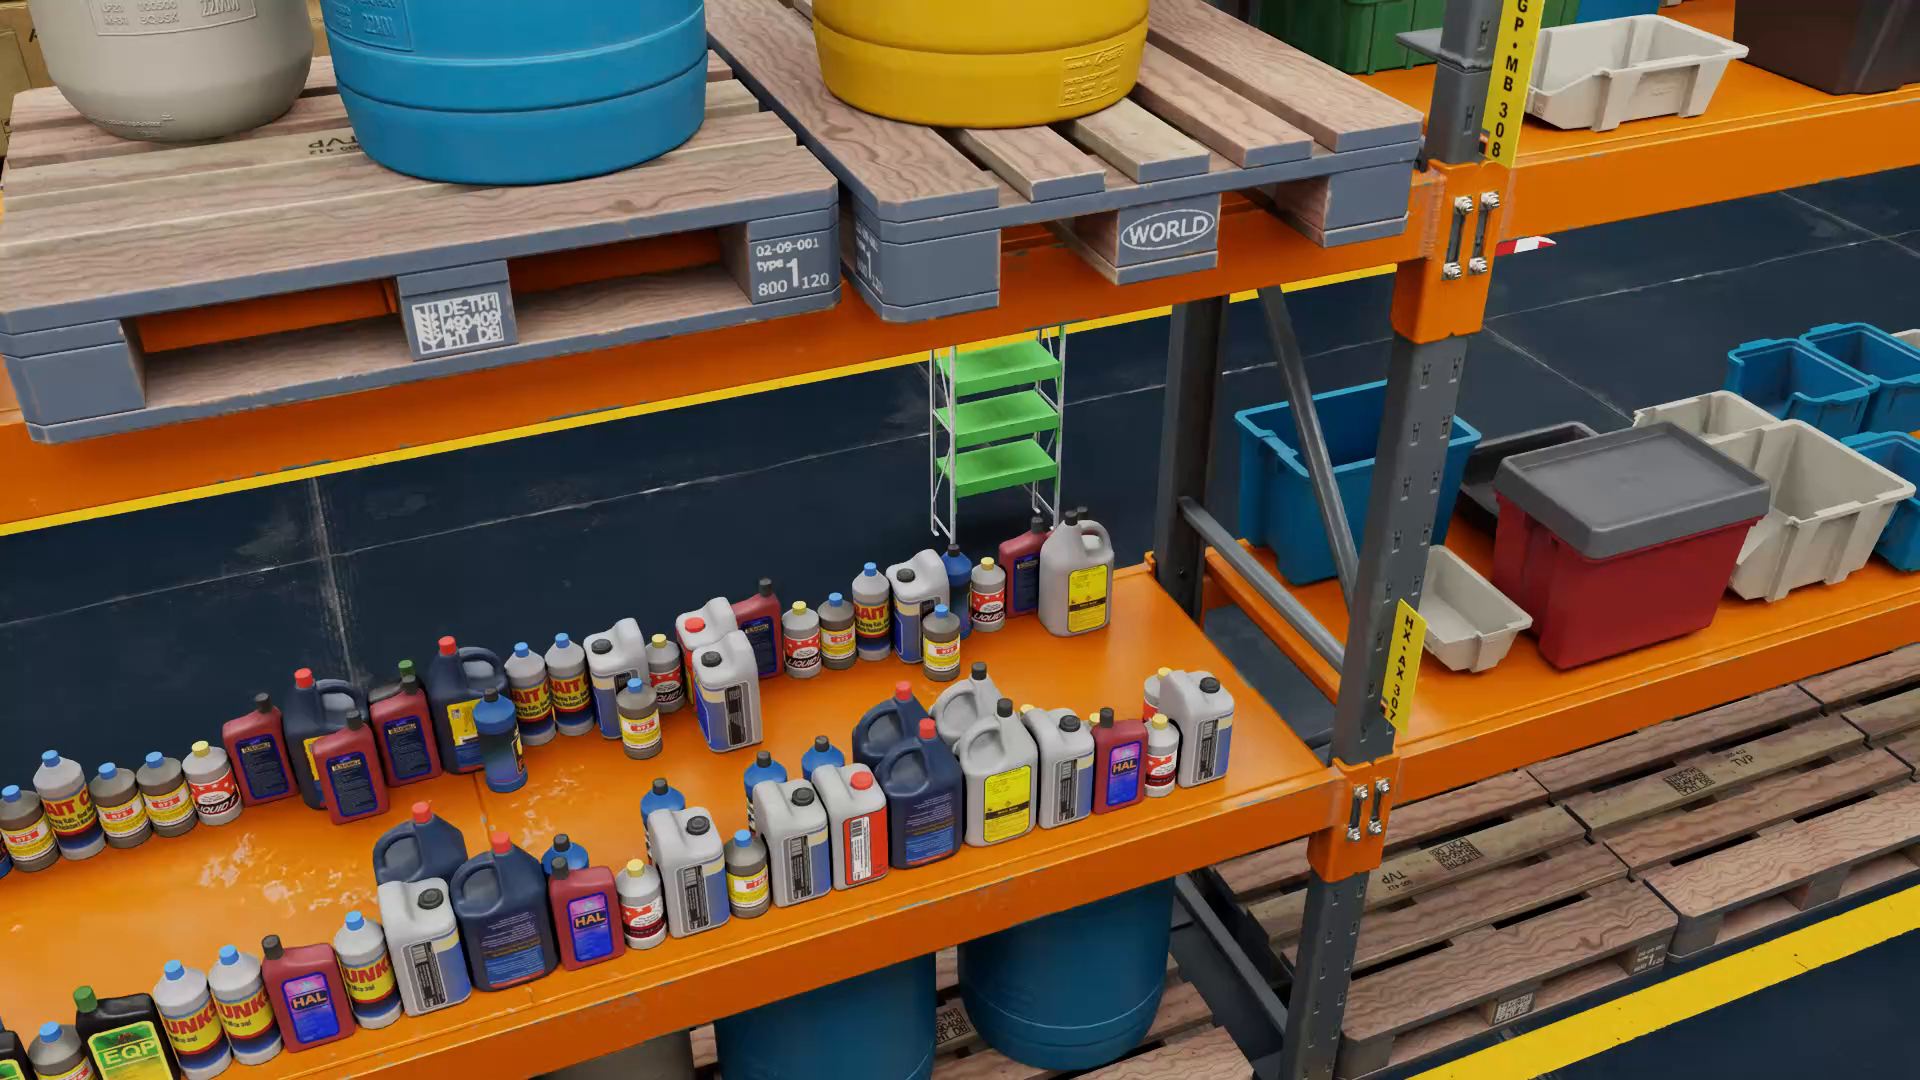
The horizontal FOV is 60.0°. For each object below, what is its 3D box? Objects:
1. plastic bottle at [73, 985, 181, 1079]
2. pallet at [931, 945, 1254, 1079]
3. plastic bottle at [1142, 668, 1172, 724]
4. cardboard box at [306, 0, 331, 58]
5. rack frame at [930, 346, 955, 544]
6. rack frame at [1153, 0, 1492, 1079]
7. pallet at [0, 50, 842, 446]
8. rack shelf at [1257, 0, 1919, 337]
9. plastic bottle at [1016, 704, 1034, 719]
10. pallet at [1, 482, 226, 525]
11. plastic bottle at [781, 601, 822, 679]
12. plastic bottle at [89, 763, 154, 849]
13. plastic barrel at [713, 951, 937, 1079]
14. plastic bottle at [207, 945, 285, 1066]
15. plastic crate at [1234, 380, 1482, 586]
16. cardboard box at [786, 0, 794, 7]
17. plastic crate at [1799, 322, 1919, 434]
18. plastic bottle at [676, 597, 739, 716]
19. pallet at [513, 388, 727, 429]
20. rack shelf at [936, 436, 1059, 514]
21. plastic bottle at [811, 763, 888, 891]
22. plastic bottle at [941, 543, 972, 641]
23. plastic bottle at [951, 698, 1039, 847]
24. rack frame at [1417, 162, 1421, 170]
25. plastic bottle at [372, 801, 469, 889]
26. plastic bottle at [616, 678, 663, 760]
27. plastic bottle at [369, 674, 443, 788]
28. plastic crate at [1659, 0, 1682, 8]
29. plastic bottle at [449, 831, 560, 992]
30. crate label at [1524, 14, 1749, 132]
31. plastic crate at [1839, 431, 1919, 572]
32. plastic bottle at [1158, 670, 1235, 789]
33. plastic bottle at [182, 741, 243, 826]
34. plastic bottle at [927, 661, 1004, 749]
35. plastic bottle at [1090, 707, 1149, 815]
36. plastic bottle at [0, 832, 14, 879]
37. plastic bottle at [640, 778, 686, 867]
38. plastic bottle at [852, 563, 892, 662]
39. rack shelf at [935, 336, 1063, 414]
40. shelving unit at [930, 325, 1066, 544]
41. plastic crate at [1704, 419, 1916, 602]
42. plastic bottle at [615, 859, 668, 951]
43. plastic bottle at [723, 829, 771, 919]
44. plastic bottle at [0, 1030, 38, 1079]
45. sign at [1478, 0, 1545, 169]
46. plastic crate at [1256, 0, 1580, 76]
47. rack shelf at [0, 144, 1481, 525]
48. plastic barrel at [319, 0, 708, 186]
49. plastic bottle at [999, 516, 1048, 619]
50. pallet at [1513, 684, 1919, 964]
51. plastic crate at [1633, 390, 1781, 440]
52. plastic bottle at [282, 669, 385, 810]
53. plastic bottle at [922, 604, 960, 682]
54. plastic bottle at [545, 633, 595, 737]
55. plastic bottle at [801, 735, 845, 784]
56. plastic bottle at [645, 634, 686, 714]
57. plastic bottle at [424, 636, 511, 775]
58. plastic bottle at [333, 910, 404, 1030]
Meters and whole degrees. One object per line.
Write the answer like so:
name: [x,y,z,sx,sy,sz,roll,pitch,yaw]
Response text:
plastic bottle: [-1.585,0.945,3.155,0.133,0.283,0.061,-13,35,-19]
pallet: [0.071,1.443,4.839,1.213,0.211,1.003,-13,35,-19]
plastic bottle: [0.495,0.402,4.064,0.097,0.201,0.097,0,33,0]
cardboard box: [-2.720,-2.174,7.363,0.500,0.500,0.700,-23,39,-31]
rack frame: [-0.072,-0.486,6.897,0.015,1.200,0.240,-13,35,-19]
rack frame: [0.799,0.132,4.297,0.127,3.000,1.000,-13,35,-19]
pallet: [-0.931,-0.591,2.830,1.213,0.211,1.003,-13,35,-19]
rack shelf: [2.643,-1.246,4.324,4.000,0.370,1.077,-13,35,-19]
plastic bottle: [0.158,0.479,3.945,0.097,0.201,0.097,0,33,0]
pallet: [-4.100,-0.485,7.802,1.213,0.211,1.003,-13,35,-19]
plastic bottle: [-0.410,0.250,4.297,0.097,0.201,0.097,0,33,0]
plastic bottle: [-1.907,0.593,3.770,0.097,0.201,0.097,0,33,0]
plastic barrel: [-0.362,1.091,4.361,0.708,0.901,0.600,-13,35,-19]
plastic bottle: [-1.396,0.896,3.241,0.097,0.271,0.097,0,33,0]
plastic crate: [1.097,-0.157,4.700,0.575,0.384,0.392,-13,35,-19]
cardboard box: [-0.572,-2.779,7.762,0.500,0.500,0.500,-12,35,-18]
plastic crate: [2.918,-0.503,5.371,0.300,0.233,0.416,-13,35,-19]
plastic bottle: [-0.629,0.286,4.174,0.135,0.276,0.152,-13,35,-19]
pallet: [-1.851,-1.000,8.594,1.213,0.211,1.003,-13,35,-19]
rack shelf: [0.153,-0.283,7.142,0.480,0.148,0.258,-13,35,-19]
plastic bottle: [-0.241,0.613,3.671,0.135,0.276,0.152,-13,35,-19]
plastic bottle: [-0.017,0.131,4.416,0.097,0.271,0.097,0,33,0]
plastic bottle: [0.078,0.511,3.759,0.185,0.351,0.144,-13,35,-19]
rack frame: [2.573,-3.204,9.424,0.127,3.000,1.000,-13,35,-19]
plastic bottle: [-1.121,0.696,3.476,0.185,0.351,0.144,-13,35,-19]
plastic bottle: [-0.778,0.425,4.029,0.097,0.201,0.097,0,33,0]
plastic bottle: [-1.311,0.448,3.919,0.133,0.283,0.061,-13,35,-19]
plastic crate: [1.824,-1.475,4.258,0.466,0.136,0.293,-13,35,-19]
plastic bottle: [-0.938,0.744,3.402,0.185,0.351,0.144,-13,35,-19]
crate label: [1.362,-0.973,3.486,0.466,0.136,0.293,-13,35,-19]
plastic crate: [2.693,-0.105,4.760,0.300,0.233,0.416,-13,35,-19]
plastic bottle: [0.560,0.430,3.953,0.135,0.276,0.152,-13,35,-19]
plastic bottle: [-1.727,0.552,3.833,0.097,0.201,0.097,0,33,0]
plastic bottle: [0.022,0.439,3.871,0.185,0.351,0.144,-13,35,-19]
plastic bottle: [0.365,0.498,3.841,0.133,0.283,0.061,-13,35,-19]
plastic bottle: [-2.176,0.625,3.656,0.097,0.271,0.097,0,33,0]
plastic bottle: [-0.645,0.634,3.643,0.097,0.271,0.097,0,33,0]
plastic bottle: [-0.230,0.180,4.341,0.097,0.271,0.097,0,33,0]
rack shelf: [0.153,-0.685,6.880,0.480,0.148,0.258,-13,35,-19]
shelving unit: [0.153,-0.538,6.976,0.503,1.200,0.258,-13,35,-19]
plastic crate: [2.278,-0.073,4.666,0.530,0.282,0.437,-13,35,-19]
plastic bottle: [-0.676,0.760,3.513,0.097,0.201,0.097,0,33,0]
plastic bottle: [-0.462,0.711,3.589,0.097,0.201,0.097,0,33,0]
plastic bottle: [-1.797,0.994,3.080,0.133,0.283,0.061,-13,35,-19]
sign: [1.010,-0.852,3.051,0.005,0.325,0.100,-13,35,-19]
plastic crate: [1.072,-1.278,3.908,0.662,0.188,0.450,-13,35,-19]
rack shelf: [-1.045,-0.402,3.026,4.000,0.370,1.077,-13,35,-19]
plastic barrel: [-0.716,-1.074,2.556,0.708,0.901,0.600,-13,35,-19]
plastic bottle: [0.172,0.072,4.496,0.133,0.283,0.061,-13,35,-19]
pallet: [2.588,0.866,5.725,1.213,0.211,1.003,-13,35,-19]
plastic crate: [2.288,-0.301,5.150,0.466,0.136,0.293,-13,35,-19]
plastic bottle: [-1.465,0.443,3.864,0.185,0.351,0.144,-13,35,-19]
plastic bottle: [-0.047,0.257,4.286,0.097,0.201,0.097,0,33,0]
plastic bottle: [-0.961,0.347,4.084,0.097,0.271,0.097,0,33,0]
plastic bottle: [-0.307,0.556,3.762,0.097,0.271,0.097,0,33,0]
plastic bottle: [-0.747,0.328,4.178,0.097,0.201,0.097,0,33,0]
plastic bottle: [-1.171,0.376,3.967,0.185,0.351,0.144,-13,35,-19]
plastic bottle: [-1.183,0.847,3.316,0.097,0.271,0.097,0,33,0]
